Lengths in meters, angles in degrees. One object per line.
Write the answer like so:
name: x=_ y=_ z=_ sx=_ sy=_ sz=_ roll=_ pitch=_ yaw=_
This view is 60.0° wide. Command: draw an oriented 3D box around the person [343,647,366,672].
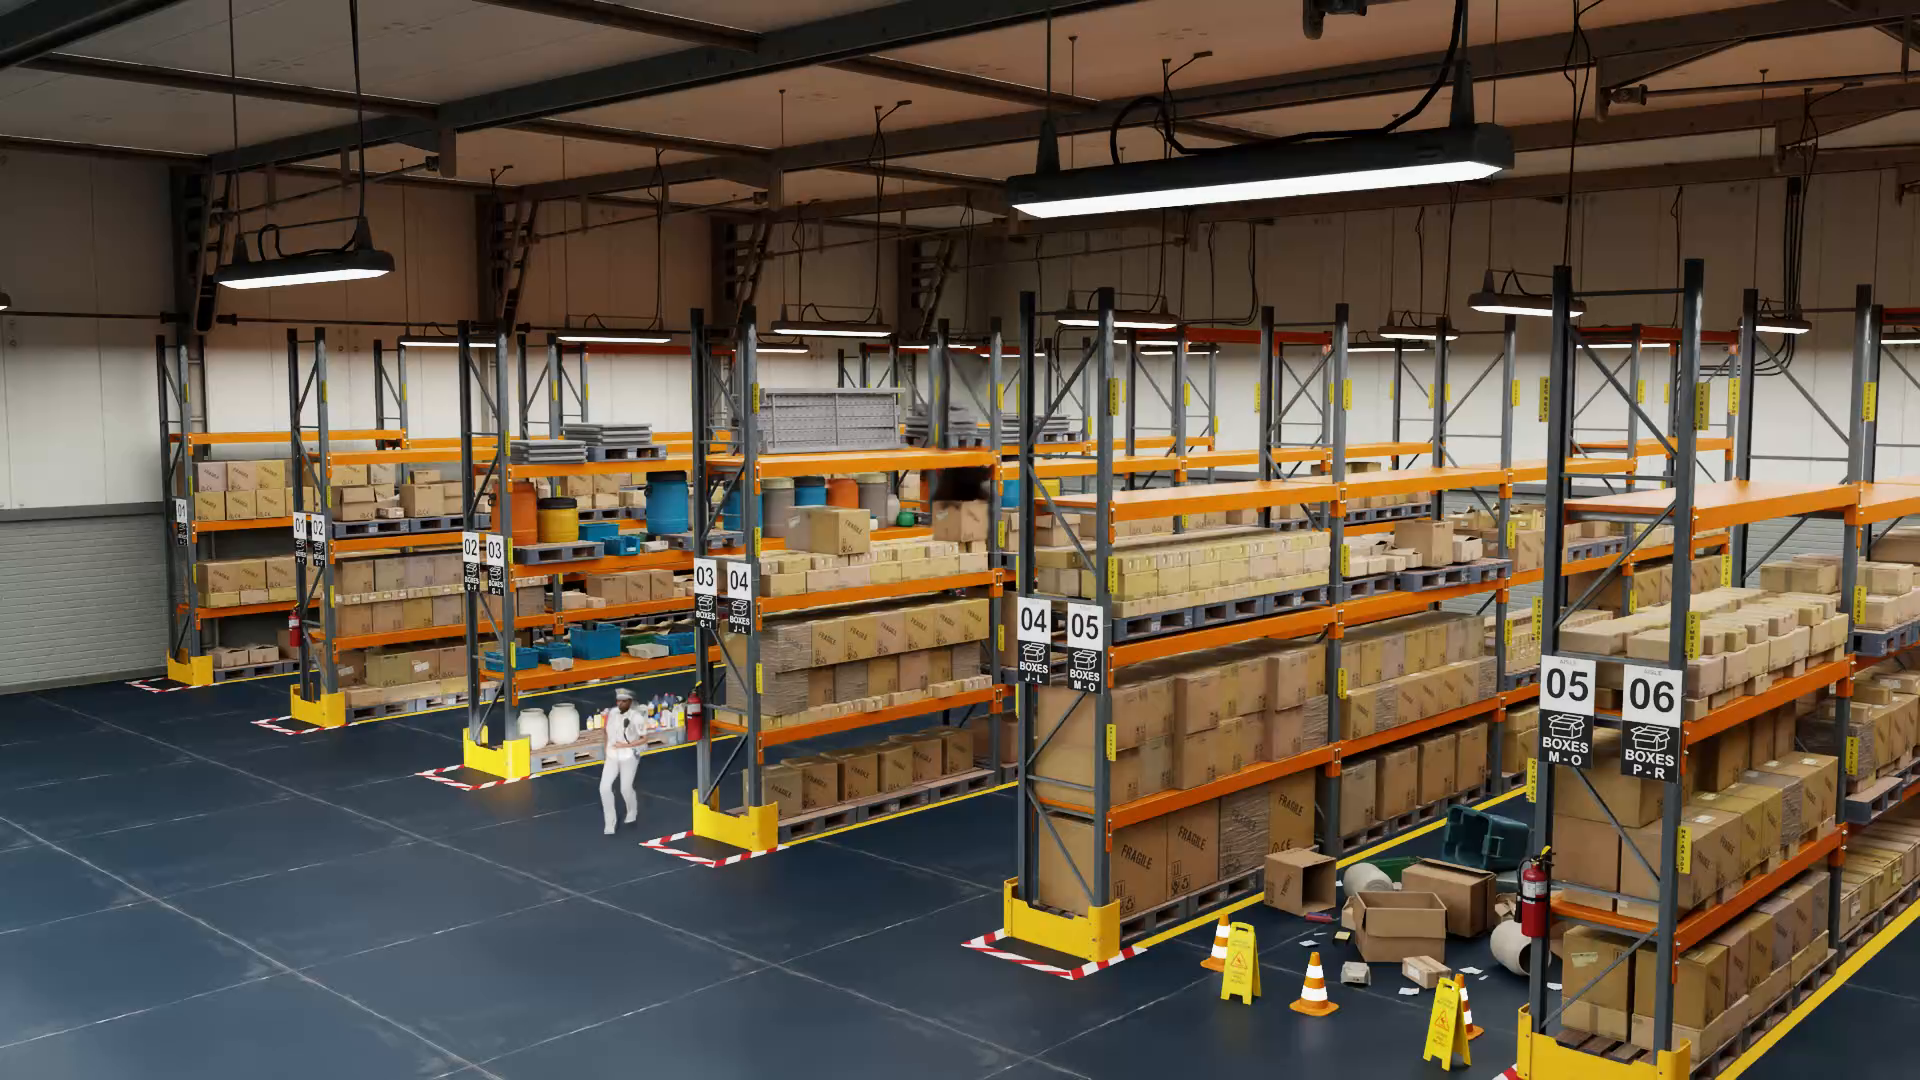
person: x=-10.042 y=1.801 z=27.589 sx=0.585 sy=1.640 sz=0.756 roll=3 pitch=6 yaw=32

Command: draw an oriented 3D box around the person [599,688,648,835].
person: x=-3.861 y=2.553 z=19.261 sx=0.619 sy=1.760 sz=0.680 roll=2 pitch=6 yaw=17
